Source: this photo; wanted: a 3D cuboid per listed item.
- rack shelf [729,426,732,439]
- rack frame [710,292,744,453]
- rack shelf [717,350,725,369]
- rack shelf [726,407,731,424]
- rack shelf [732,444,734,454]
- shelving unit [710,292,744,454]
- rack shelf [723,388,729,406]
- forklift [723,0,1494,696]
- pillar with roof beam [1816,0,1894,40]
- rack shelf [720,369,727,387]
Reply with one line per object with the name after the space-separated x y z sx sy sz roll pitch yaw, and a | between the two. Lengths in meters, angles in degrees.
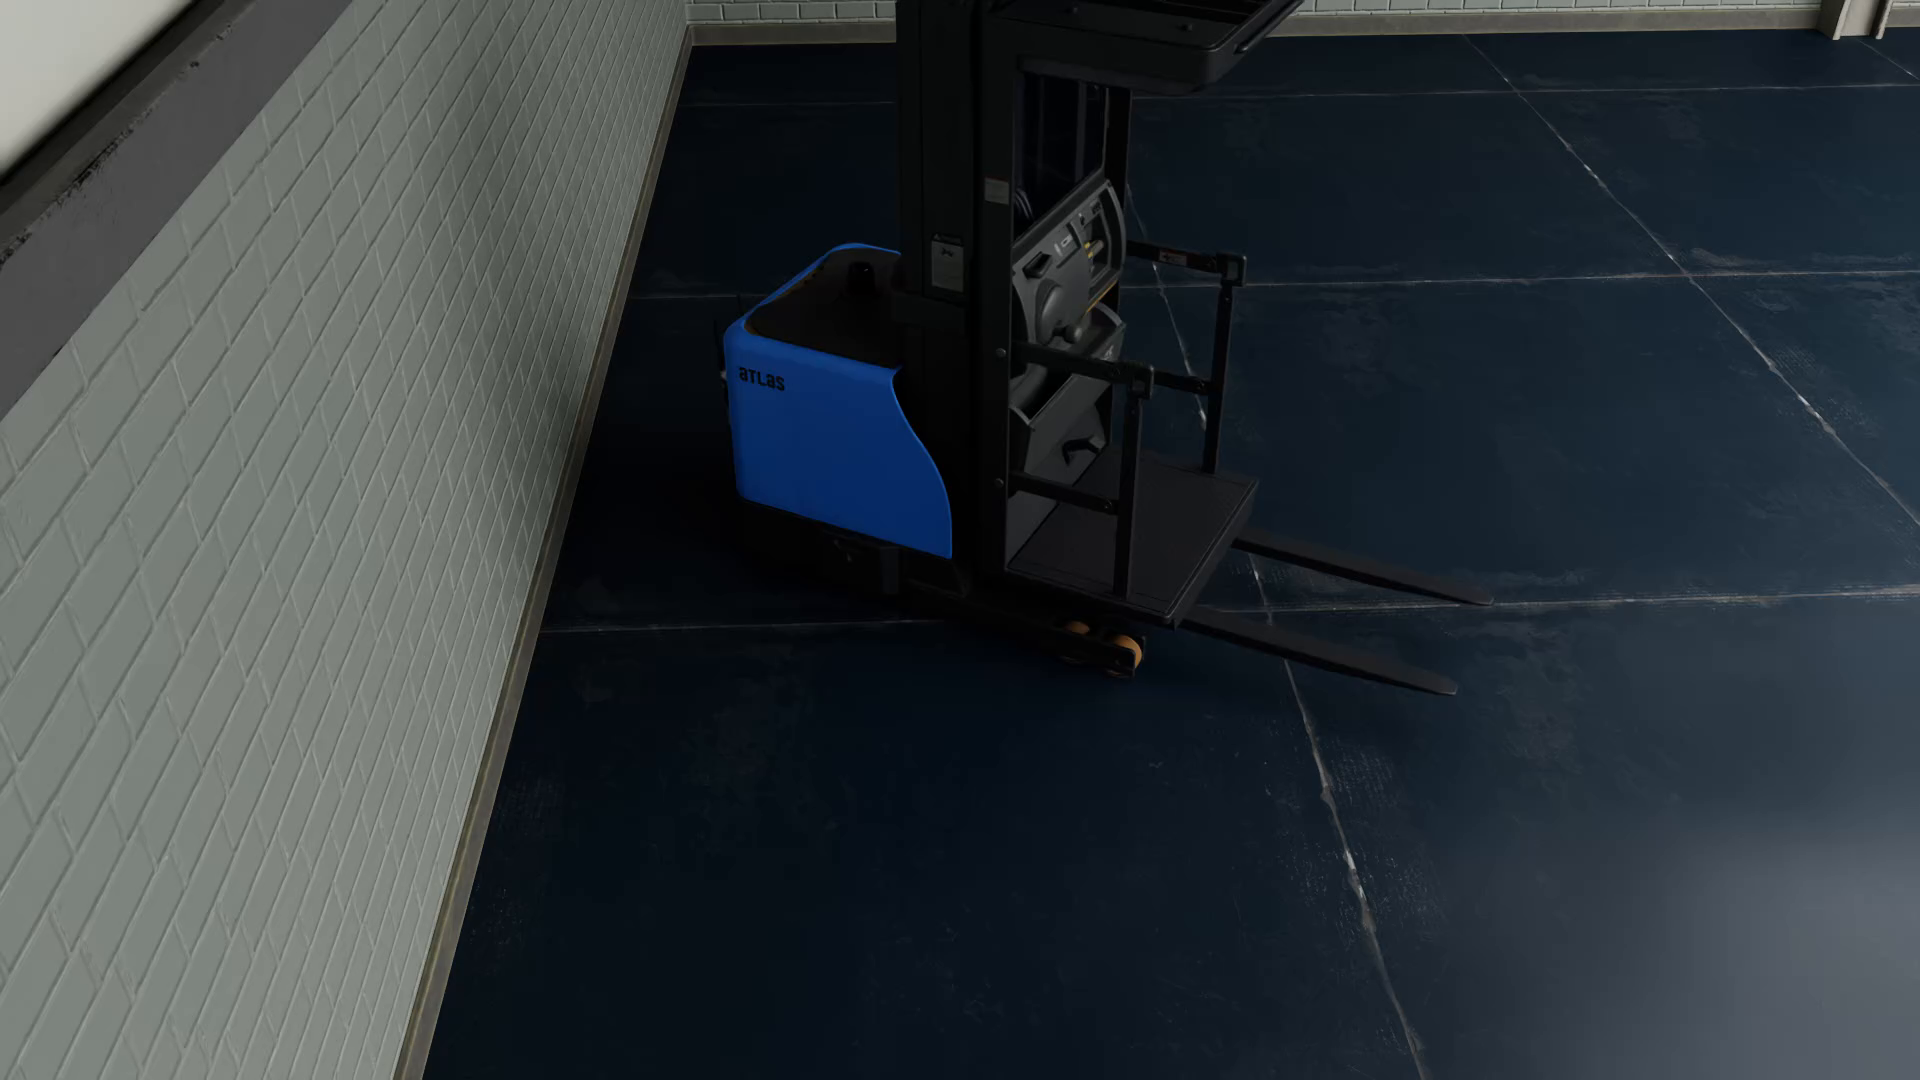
-0.874 -0.518 7.411 0.200 0.077 0.258 10 36 22 | rack shelf
-0.975 -0.638 7.382 0.006 0.900 0.240 10 36 22 | rack frame
-0.899 -0.819 7.216 0.200 0.077 0.258 10 36 22 | rack shelf
-0.880 -0.593 7.362 0.200 0.077 0.258 10 36 22 | rack shelf
-0.867 -0.442 7.460 0.200 0.077 0.258 10 36 22 | rack shelf
-0.882 -0.621 7.344 0.210 0.900 0.258 10 36 22 | shelving unit
-0.886 -0.668 7.313 0.200 0.077 0.258 10 36 22 | rack shelf
0.596 -1.016 6.143 3.031 2.935 1.130 16 38 22 | forklift
7.125 -5.208 6.867 0.400 9.000 9.100 -2 35 -2 | pillar with roof beam
-0.893 -0.744 7.265 0.200 0.077 0.258 10 36 22 | rack shelf
